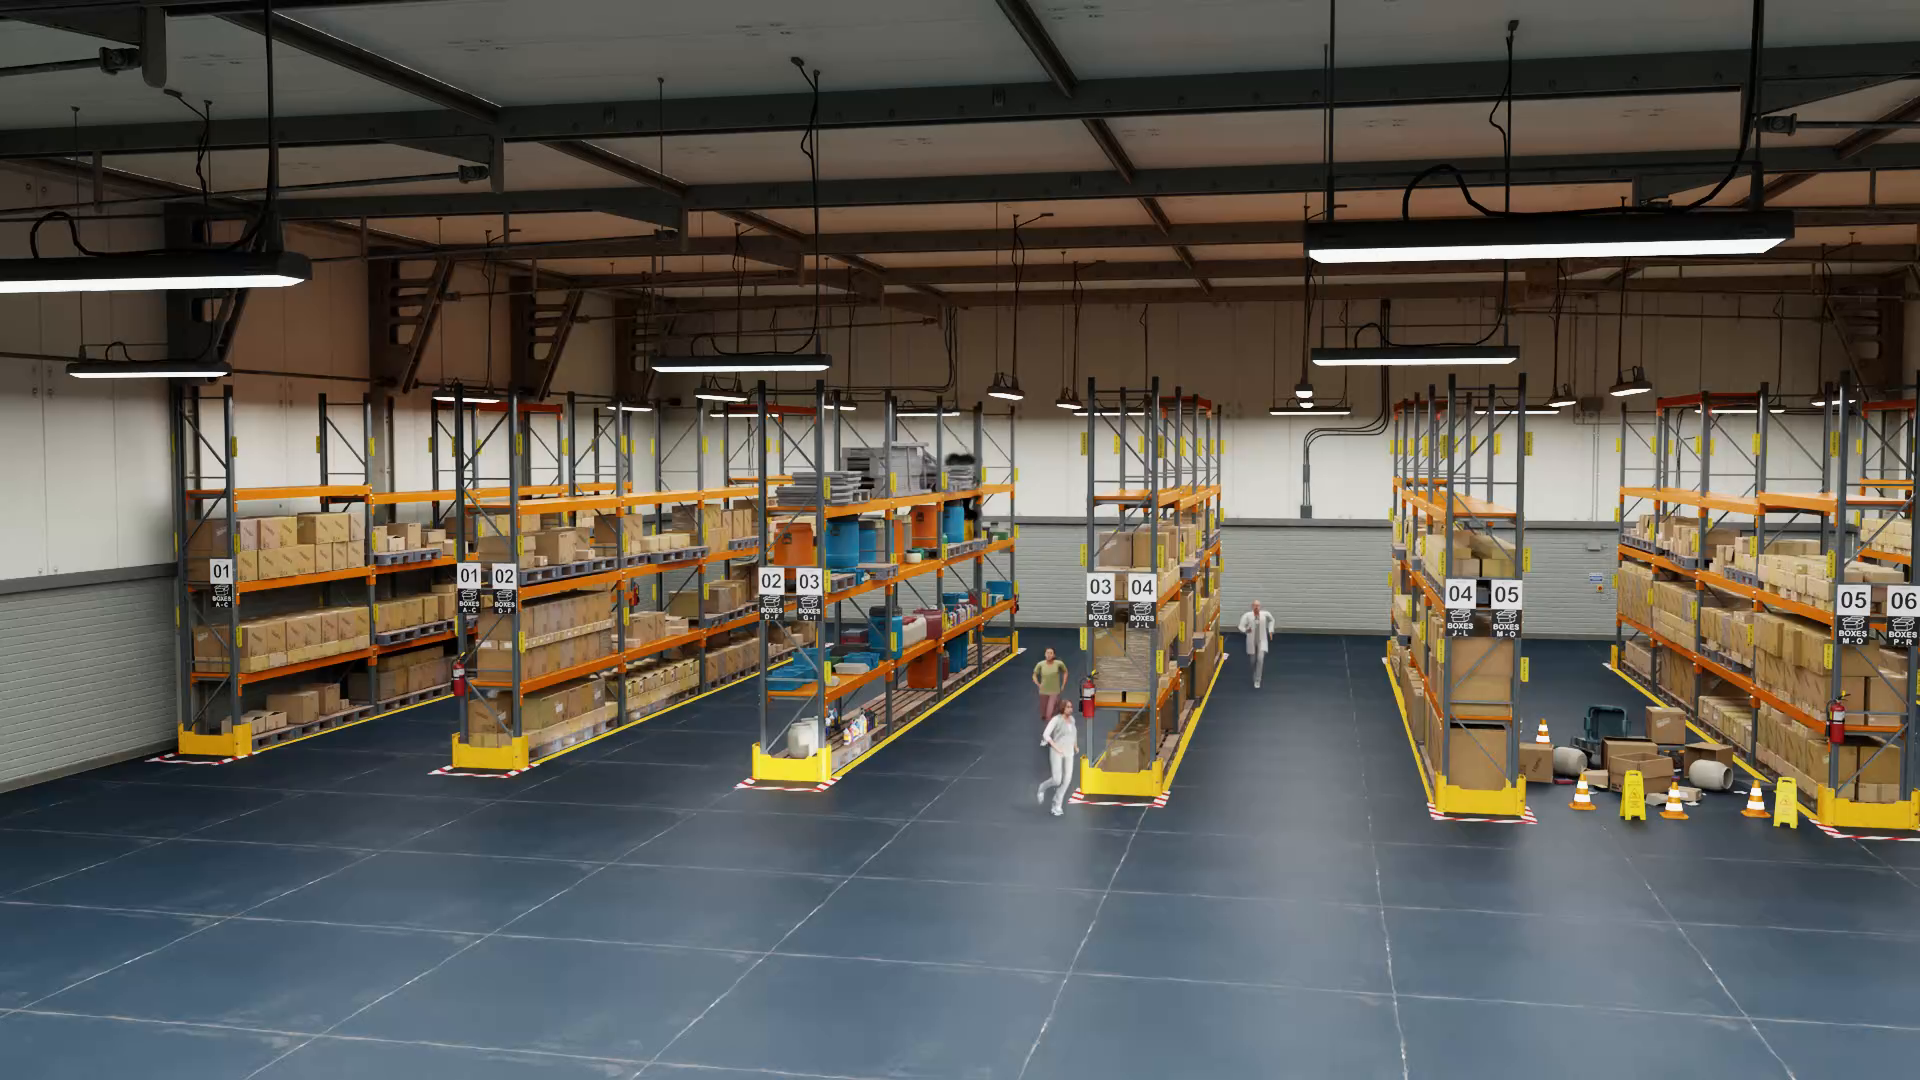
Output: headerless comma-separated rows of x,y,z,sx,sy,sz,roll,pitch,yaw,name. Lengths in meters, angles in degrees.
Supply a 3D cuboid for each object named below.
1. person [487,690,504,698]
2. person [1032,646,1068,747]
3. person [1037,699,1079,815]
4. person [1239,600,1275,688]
-8.150,2.480,29.720,0.631,1.802,1.134,1,3,14,person
1.524,2.610,28.165,0.603,1.659,0.900,1,3,10,person
1.367,2.951,22.861,0.585,1.559,0.617,-2,4,-34,person
6.236,2.179,34.958,0.742,1.836,1.009,0,3,9,person
